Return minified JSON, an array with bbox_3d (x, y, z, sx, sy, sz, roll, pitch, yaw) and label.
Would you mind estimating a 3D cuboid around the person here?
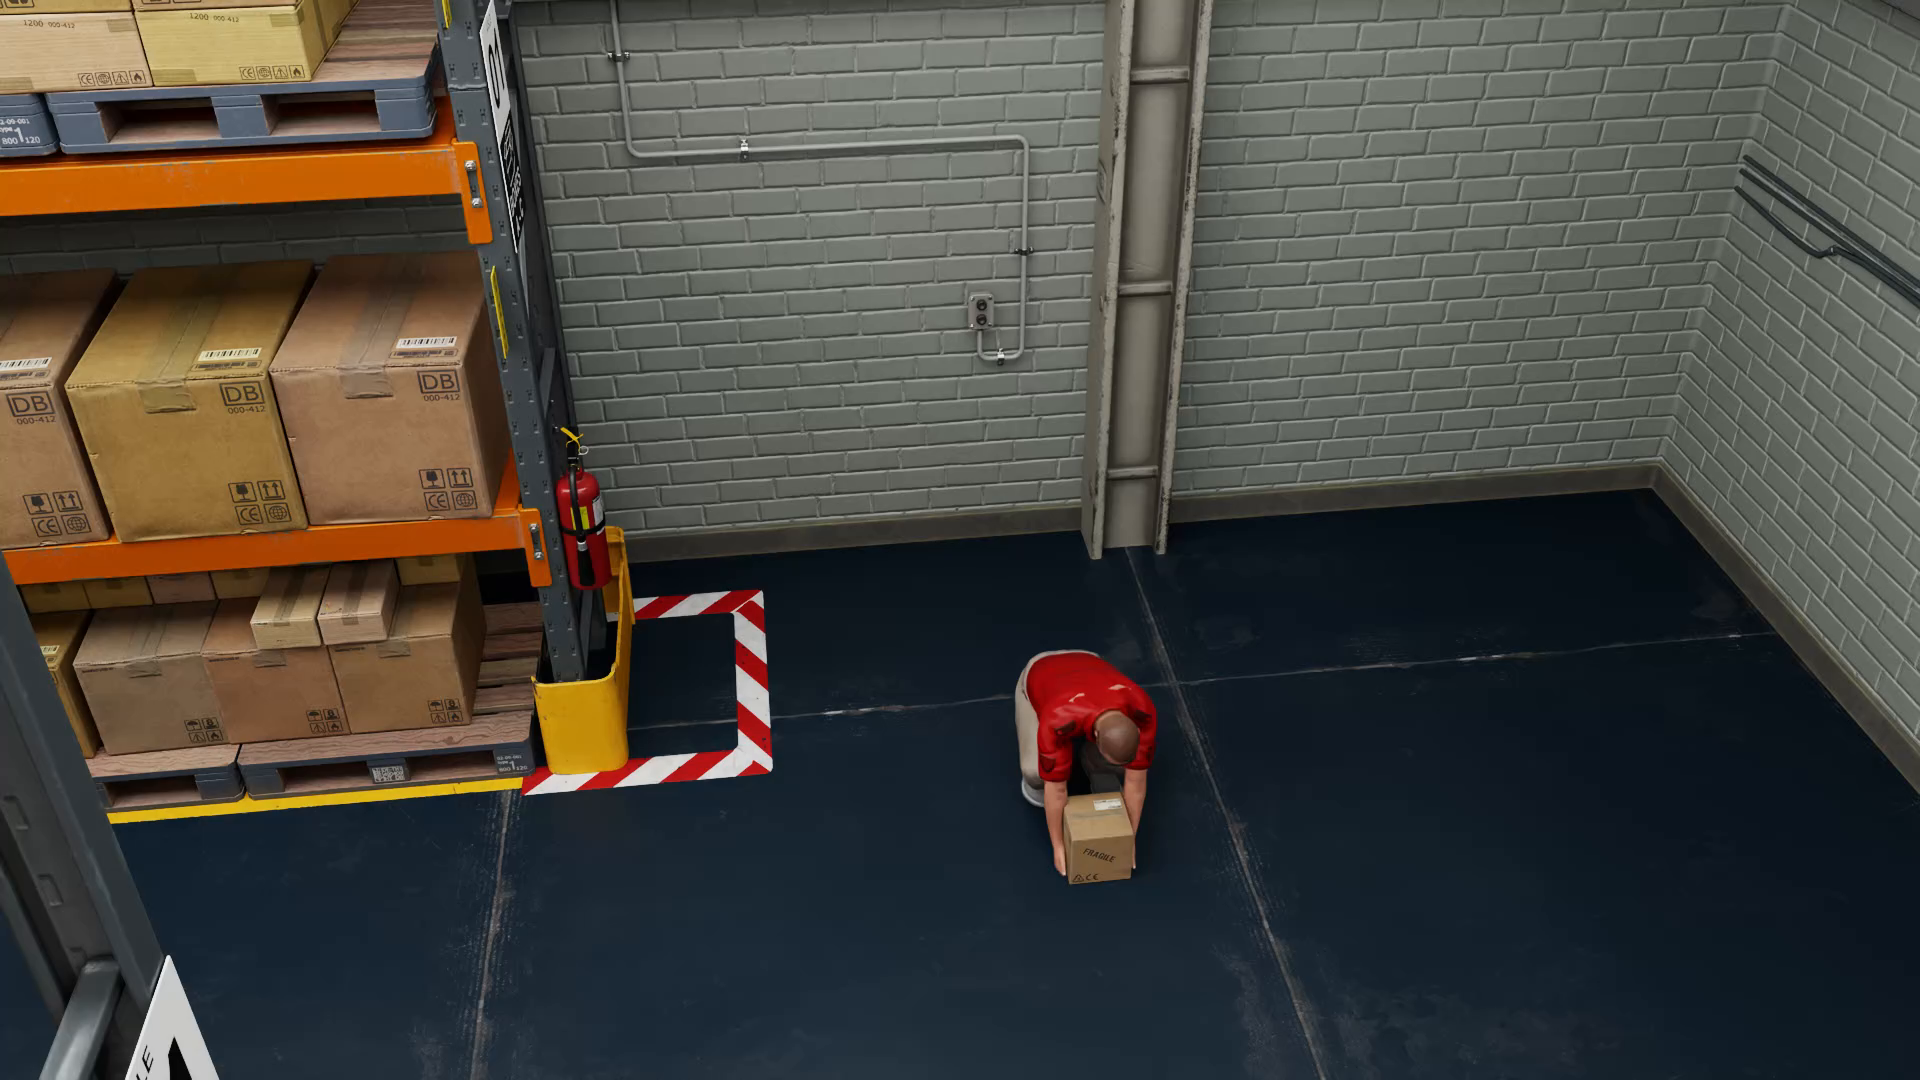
[{"bbox_3d":[0.502,0.844,6.850,0.537,0.862,0.893,-5,35,-7],"label":"person"}]
